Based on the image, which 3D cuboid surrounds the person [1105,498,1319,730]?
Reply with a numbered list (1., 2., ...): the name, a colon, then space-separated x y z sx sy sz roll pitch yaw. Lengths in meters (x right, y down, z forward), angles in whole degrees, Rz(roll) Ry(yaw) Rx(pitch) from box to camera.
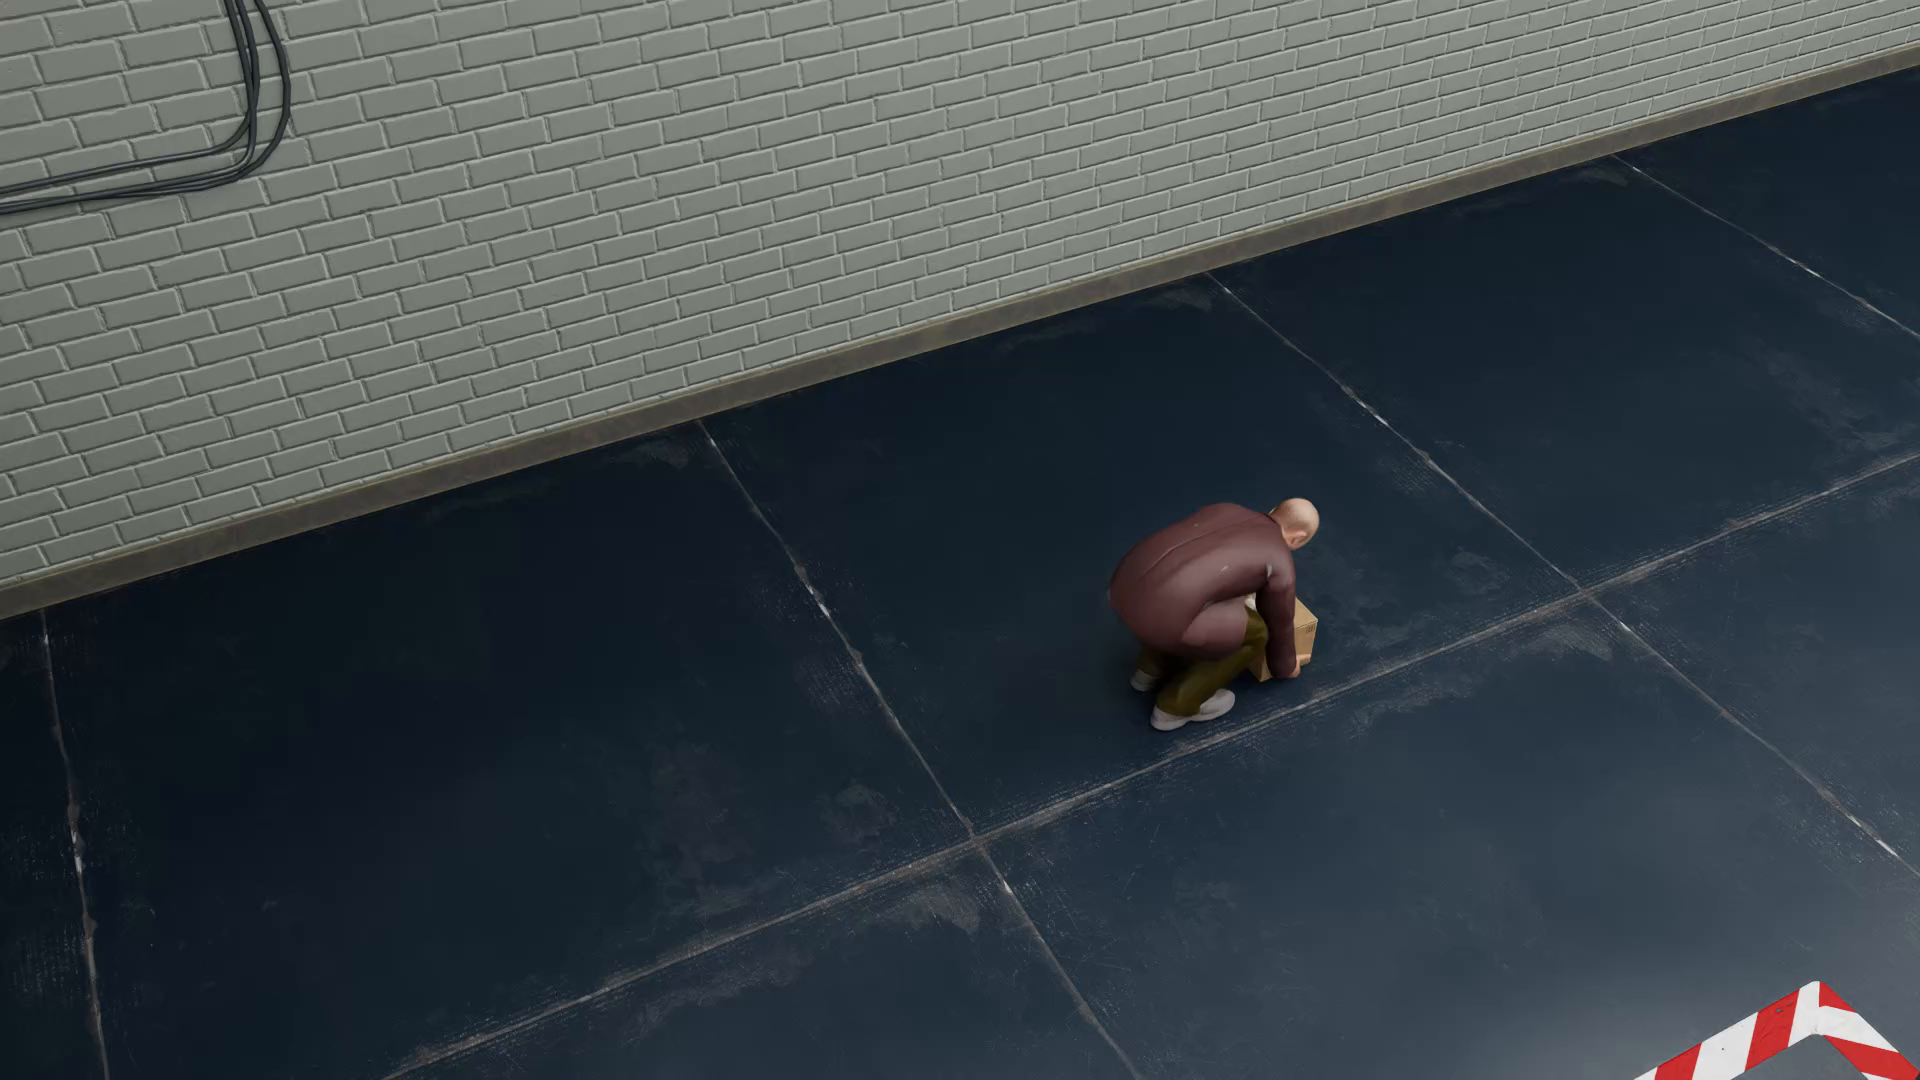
1. person: 1.010 0.272 6.588 0.951 0.858 0.580 -20 45 -22
